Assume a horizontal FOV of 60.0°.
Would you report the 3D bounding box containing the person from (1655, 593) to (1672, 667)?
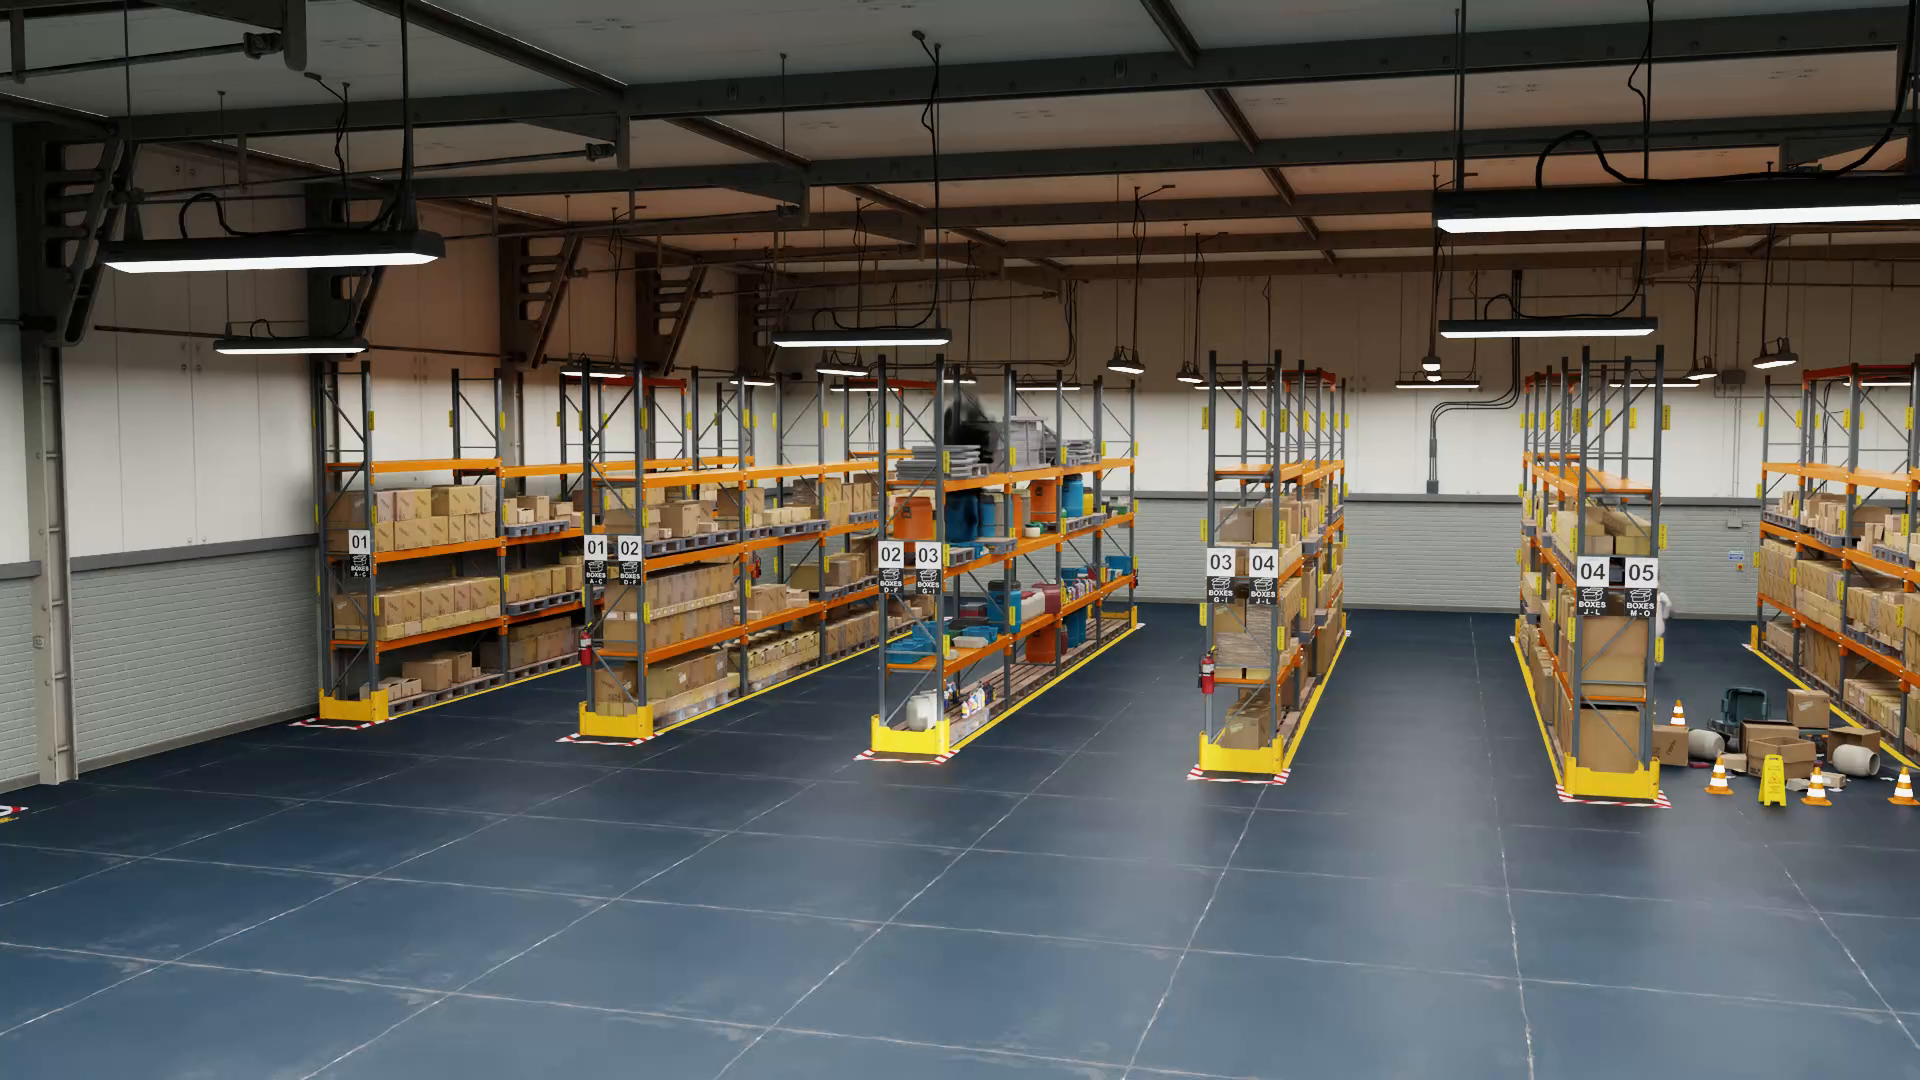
[{"bbox_3d":[14.070,1.723,33.801,0.694,1.806,0.811,1,4,17],"label":"person"}]
